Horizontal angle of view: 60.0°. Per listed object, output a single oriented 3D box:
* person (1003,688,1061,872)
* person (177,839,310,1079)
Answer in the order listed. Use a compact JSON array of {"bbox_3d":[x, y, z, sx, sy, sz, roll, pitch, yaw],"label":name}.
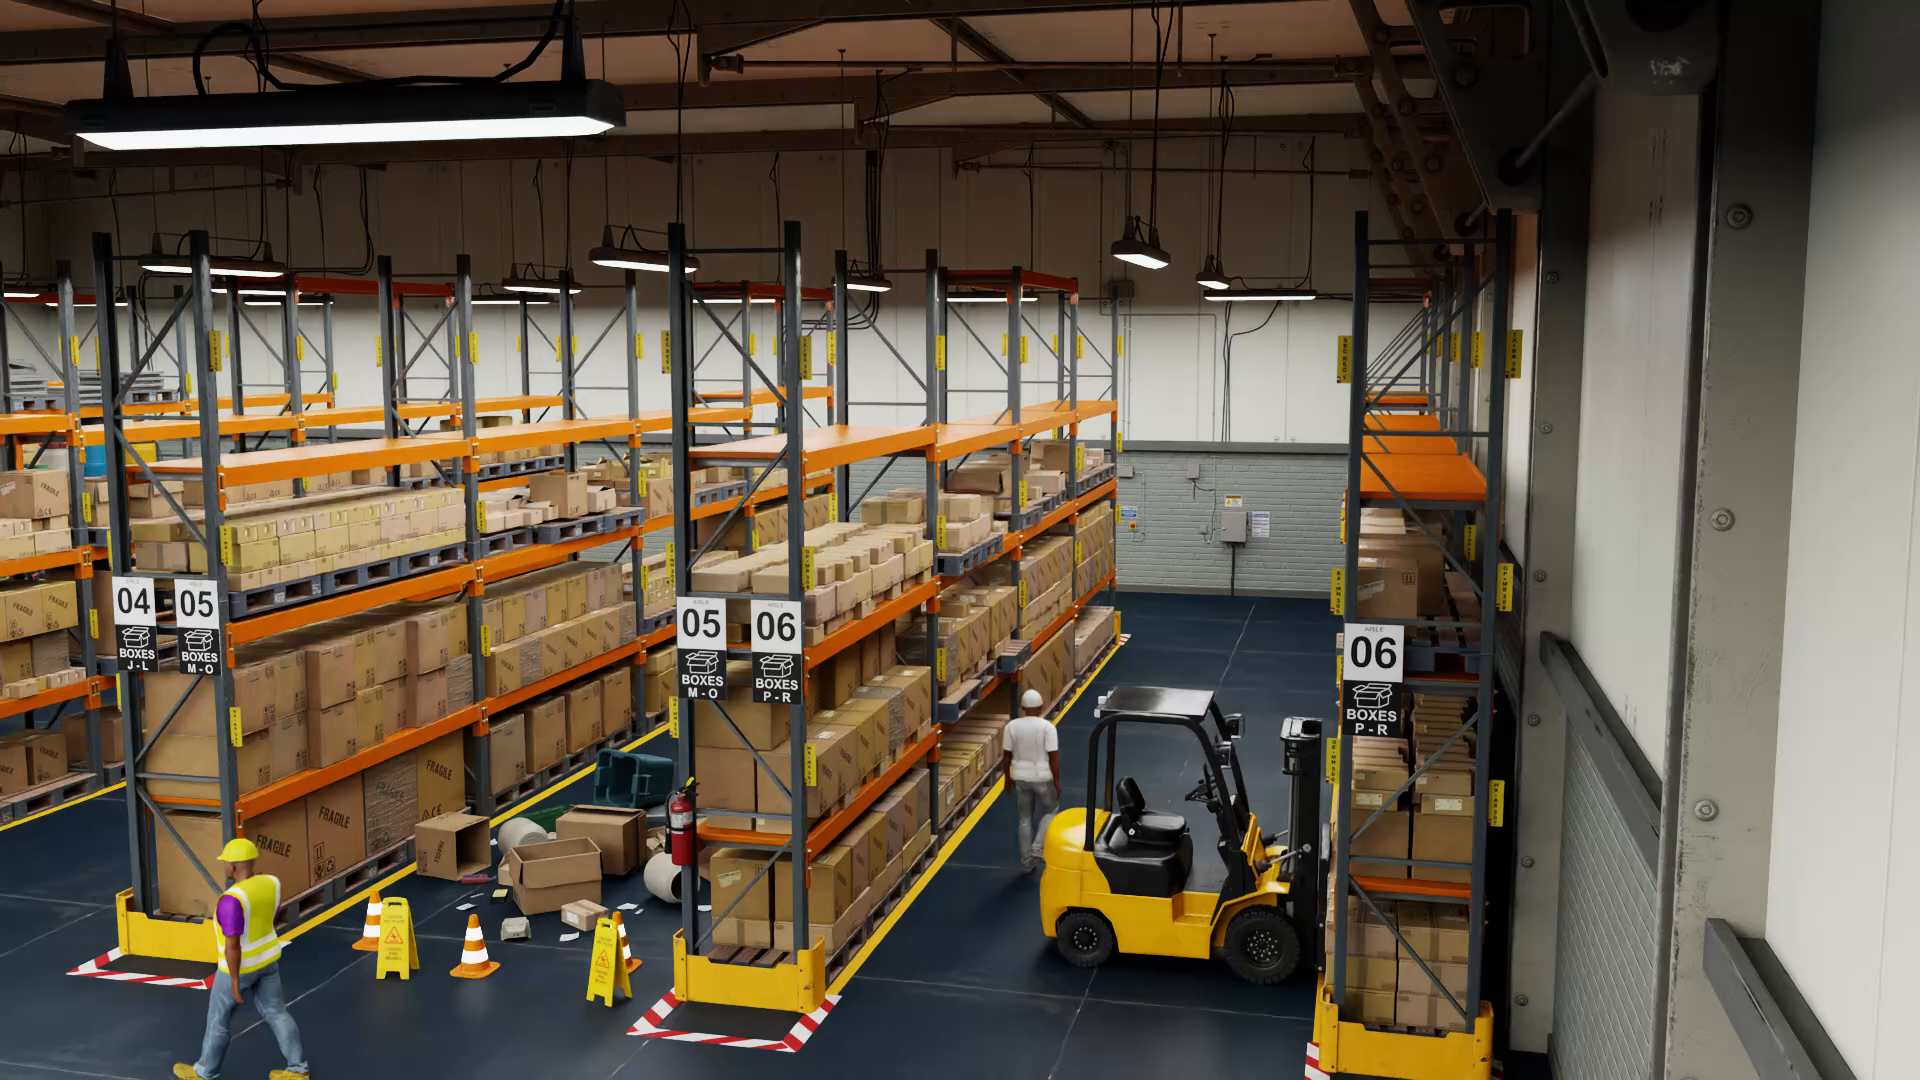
[{"bbox_3d":[0.709,2.319,16.171,0.606,1.755,0.475,3,7,21],"label":"person"},{"bbox_3d":[-4.947,2.914,11.500,0.873,1.749,0.566,4,8,27],"label":"person"}]
